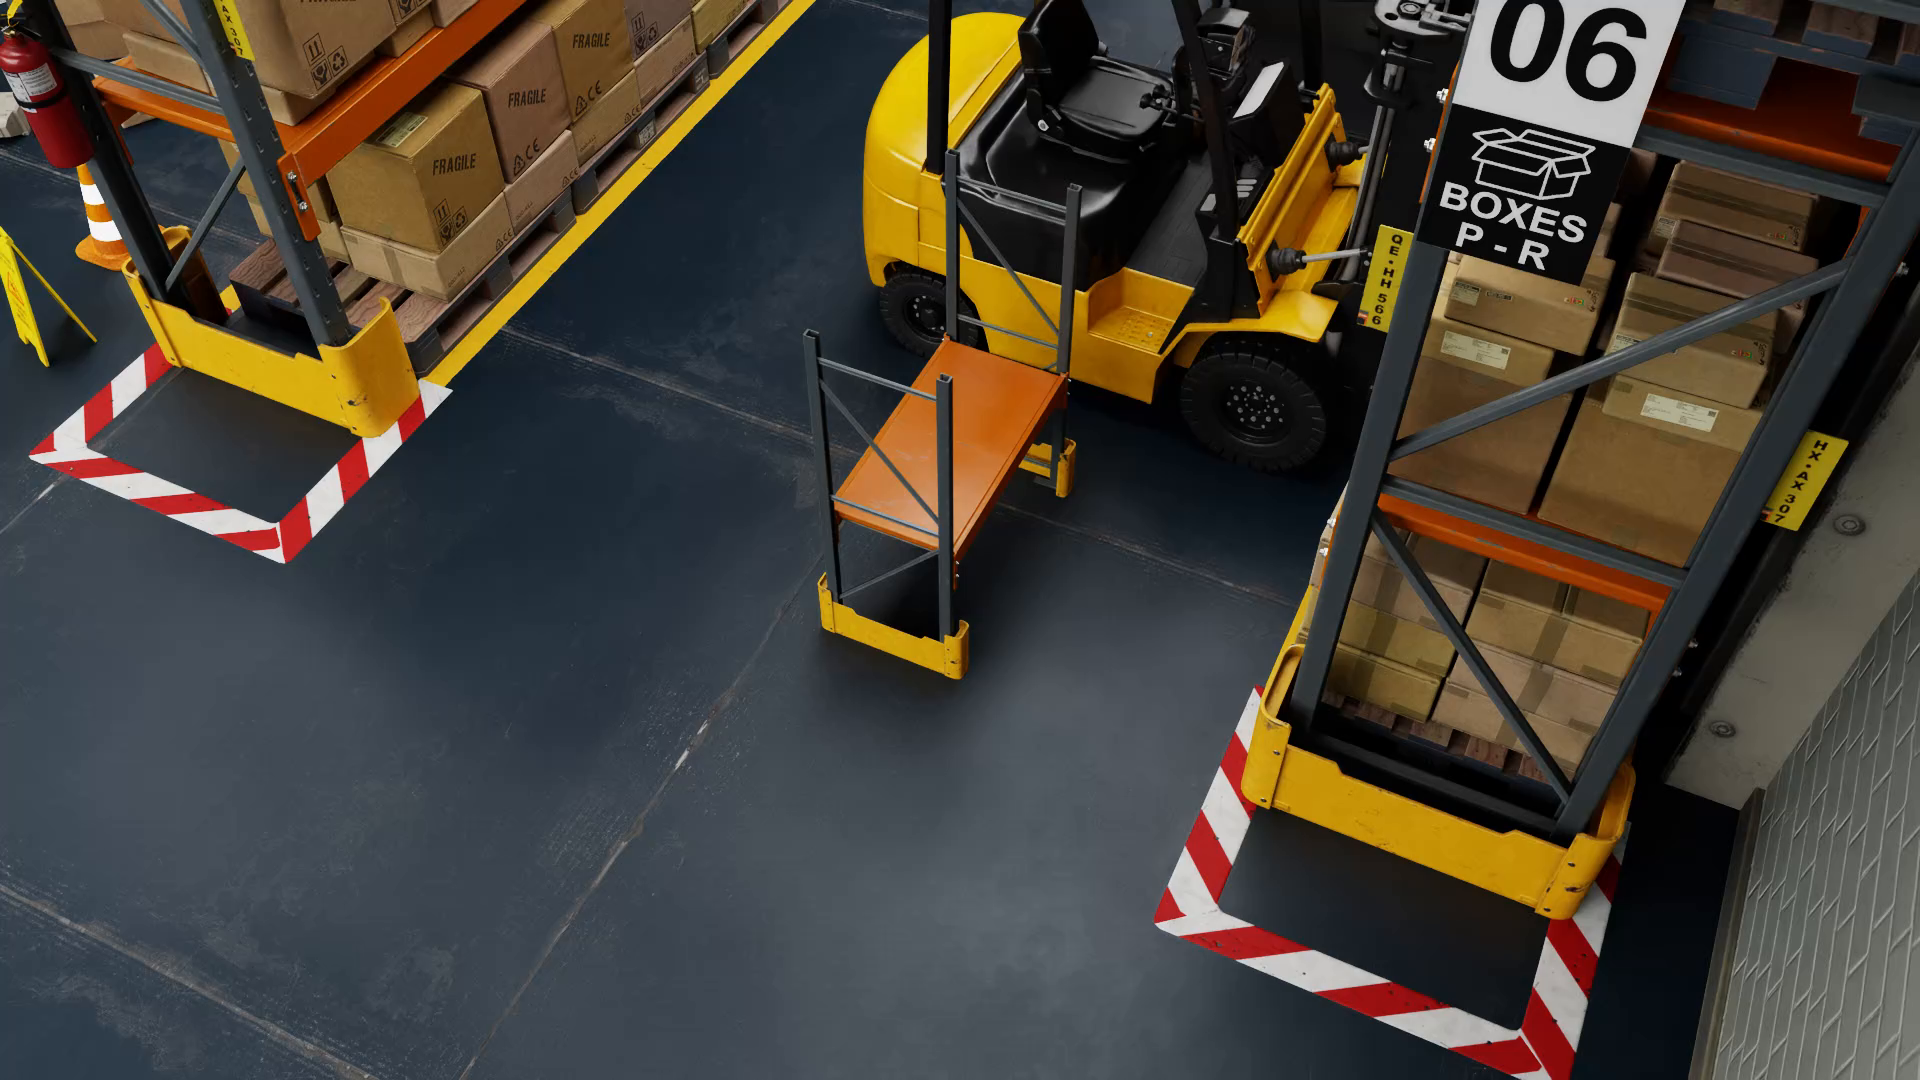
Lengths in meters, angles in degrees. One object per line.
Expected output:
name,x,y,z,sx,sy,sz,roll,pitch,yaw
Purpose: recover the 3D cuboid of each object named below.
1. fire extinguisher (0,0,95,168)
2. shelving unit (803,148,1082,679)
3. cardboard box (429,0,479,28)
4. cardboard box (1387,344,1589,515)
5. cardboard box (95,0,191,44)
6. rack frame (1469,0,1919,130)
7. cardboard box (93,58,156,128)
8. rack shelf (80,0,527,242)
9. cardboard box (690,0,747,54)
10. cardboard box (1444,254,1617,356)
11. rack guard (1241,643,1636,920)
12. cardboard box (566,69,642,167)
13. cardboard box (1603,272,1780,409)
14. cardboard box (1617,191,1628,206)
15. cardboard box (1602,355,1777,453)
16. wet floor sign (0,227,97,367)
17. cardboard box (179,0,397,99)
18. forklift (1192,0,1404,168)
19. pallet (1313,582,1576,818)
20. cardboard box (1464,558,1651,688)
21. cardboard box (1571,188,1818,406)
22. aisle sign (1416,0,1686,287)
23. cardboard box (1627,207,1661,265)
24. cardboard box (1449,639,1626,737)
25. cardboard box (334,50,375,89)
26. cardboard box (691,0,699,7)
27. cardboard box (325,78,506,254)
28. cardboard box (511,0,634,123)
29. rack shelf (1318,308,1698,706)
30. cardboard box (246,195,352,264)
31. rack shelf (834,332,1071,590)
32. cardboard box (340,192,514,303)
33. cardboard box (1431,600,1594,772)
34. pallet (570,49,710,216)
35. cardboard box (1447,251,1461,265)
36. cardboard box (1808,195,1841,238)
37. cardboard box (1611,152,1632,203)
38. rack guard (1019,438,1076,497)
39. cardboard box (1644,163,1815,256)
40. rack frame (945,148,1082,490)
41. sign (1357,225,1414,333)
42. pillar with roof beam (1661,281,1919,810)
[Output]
fire extinguisher,-3.381,-1.682,6.078,0.296,0.674,0.183,20,52,16
shelving unit,-0.033,-0.434,5.949,0.587,1.500,1.083,20,52,16
cardboard box,-2.151,-2.216,6.646,0.380,0.149,0.250,21,53,17
cardboard box,1.547,-0.480,4.939,0.500,0.500,0.500,19,52,15
cardboard box,-2.933,-2.228,6.231,0.500,0.500,0.500,19,52,15
rack frame,1.574,-1.968,2.331,1.000,3.000,0.127,20,52,16
cardboard box,-4.182,-2.272,8.400,0.250,0.149,0.380,-28,55,-22
rack shelf,-2.061,-2.780,7.434,1.077,0.370,4.000,20,52,16
cardboard box,-1.434,-2.771,8.483,0.500,0.250,0.500,19,52,15
cardboard box,1.537,-0.678,4.485,0.380,0.149,0.250,20,52,16
rack guard,1.564,0.803,5.554,1.175,0.500,0.348,20,52,16
cardboard box,-1.874,-2.075,7.891,0.500,0.250,0.500,23,53,18
cardboard box,1.911,-0.524,4.355,0.380,0.149,0.250,19,52,15
cardboard box,1.834,-1.108,5.046,0.380,0.149,0.250,19,52,16
cardboard box,1.954,-0.415,4.457,0.380,0.149,0.250,19,52,15
wet floor sign,-3.964,-1.090,7.069,0.232,0.644,0.267,-37,59,-27
cardboard box,-2.462,-2.001,6.037,0.500,0.500,0.500,19,52,16
forklift,1.752,-2.999,7.192,1.130,2.935,3.031,18,52,15
pallet,1.863,0.340,6.137,1.003,0.211,1.213,20,52,16
cardboard box,1.951,0.138,5.351,0.500,0.250,0.500,19,52,16
cardboard box,2.239,-0.673,5.102,0.500,0.500,0.500,21,53,17
aisle sign,1.281,-0.916,3.668,0.394,0.787,0.004,20,52,16
cardboard box,2.116,-0.779,4.766,0.380,0.149,0.250,19,52,15
cardboard box,1.963,0.313,5.531,0.500,0.250,0.500,21,53,17
cardboard box,-2.488,-1.900,6.377,0.380,0.149,0.250,21,53,17
cardboard box,-1.432,-3.033,8.214,0.500,0.500,0.500,21,53,17
cardboard box,-2.311,-1.606,7.000,0.500,0.500,0.500,18,52,15
cardboard box,-1.870,-2.310,7.599,0.500,0.500,0.500,21,53,17
rack shelf,2.429,-1.168,6.062,1.077,0.370,4.000,20,52,16
cardboard box,-2.803,-1.542,7.437,0.500,0.250,0.500,20,52,16
rack shelf,-0.036,-0.311,6.081,0.538,0.185,1.000,20,52,16
cardboard box,-2.321,-1.347,7.271,0.500,0.250,0.500,19,52,16
cardboard box,1.961,0.457,5.737,0.500,0.250,0.500,20,52,16
pallet,-1.981,-2.170,8.273,1.003,0.211,1.213,20,52,16
cardboard box,1.551,-0.782,4.769,0.380,0.149,0.250,21,53,17
cardboard box,2.456,-1.092,5.033,0.380,0.149,0.250,20,53,16
cardboard box,1.701,-1.047,4.799,0.380,0.149,0.250,21,53,17
rack guard,0.180,-0.371,6.717,0.587,0.250,0.087,20,52,16
cardboard box,2.153,-0.880,4.658,0.380,0.149,0.250,21,53,17
rack frame,0.181,-0.777,6.242,0.500,1.500,0.032,20,52,16
sign,1.090,-0.662,4.243,0.100,0.325,0.005,20,52,16
pillar with roof beam,-1.206,-3.555,3.681,9.100,9.000,0.400,20,52,16
